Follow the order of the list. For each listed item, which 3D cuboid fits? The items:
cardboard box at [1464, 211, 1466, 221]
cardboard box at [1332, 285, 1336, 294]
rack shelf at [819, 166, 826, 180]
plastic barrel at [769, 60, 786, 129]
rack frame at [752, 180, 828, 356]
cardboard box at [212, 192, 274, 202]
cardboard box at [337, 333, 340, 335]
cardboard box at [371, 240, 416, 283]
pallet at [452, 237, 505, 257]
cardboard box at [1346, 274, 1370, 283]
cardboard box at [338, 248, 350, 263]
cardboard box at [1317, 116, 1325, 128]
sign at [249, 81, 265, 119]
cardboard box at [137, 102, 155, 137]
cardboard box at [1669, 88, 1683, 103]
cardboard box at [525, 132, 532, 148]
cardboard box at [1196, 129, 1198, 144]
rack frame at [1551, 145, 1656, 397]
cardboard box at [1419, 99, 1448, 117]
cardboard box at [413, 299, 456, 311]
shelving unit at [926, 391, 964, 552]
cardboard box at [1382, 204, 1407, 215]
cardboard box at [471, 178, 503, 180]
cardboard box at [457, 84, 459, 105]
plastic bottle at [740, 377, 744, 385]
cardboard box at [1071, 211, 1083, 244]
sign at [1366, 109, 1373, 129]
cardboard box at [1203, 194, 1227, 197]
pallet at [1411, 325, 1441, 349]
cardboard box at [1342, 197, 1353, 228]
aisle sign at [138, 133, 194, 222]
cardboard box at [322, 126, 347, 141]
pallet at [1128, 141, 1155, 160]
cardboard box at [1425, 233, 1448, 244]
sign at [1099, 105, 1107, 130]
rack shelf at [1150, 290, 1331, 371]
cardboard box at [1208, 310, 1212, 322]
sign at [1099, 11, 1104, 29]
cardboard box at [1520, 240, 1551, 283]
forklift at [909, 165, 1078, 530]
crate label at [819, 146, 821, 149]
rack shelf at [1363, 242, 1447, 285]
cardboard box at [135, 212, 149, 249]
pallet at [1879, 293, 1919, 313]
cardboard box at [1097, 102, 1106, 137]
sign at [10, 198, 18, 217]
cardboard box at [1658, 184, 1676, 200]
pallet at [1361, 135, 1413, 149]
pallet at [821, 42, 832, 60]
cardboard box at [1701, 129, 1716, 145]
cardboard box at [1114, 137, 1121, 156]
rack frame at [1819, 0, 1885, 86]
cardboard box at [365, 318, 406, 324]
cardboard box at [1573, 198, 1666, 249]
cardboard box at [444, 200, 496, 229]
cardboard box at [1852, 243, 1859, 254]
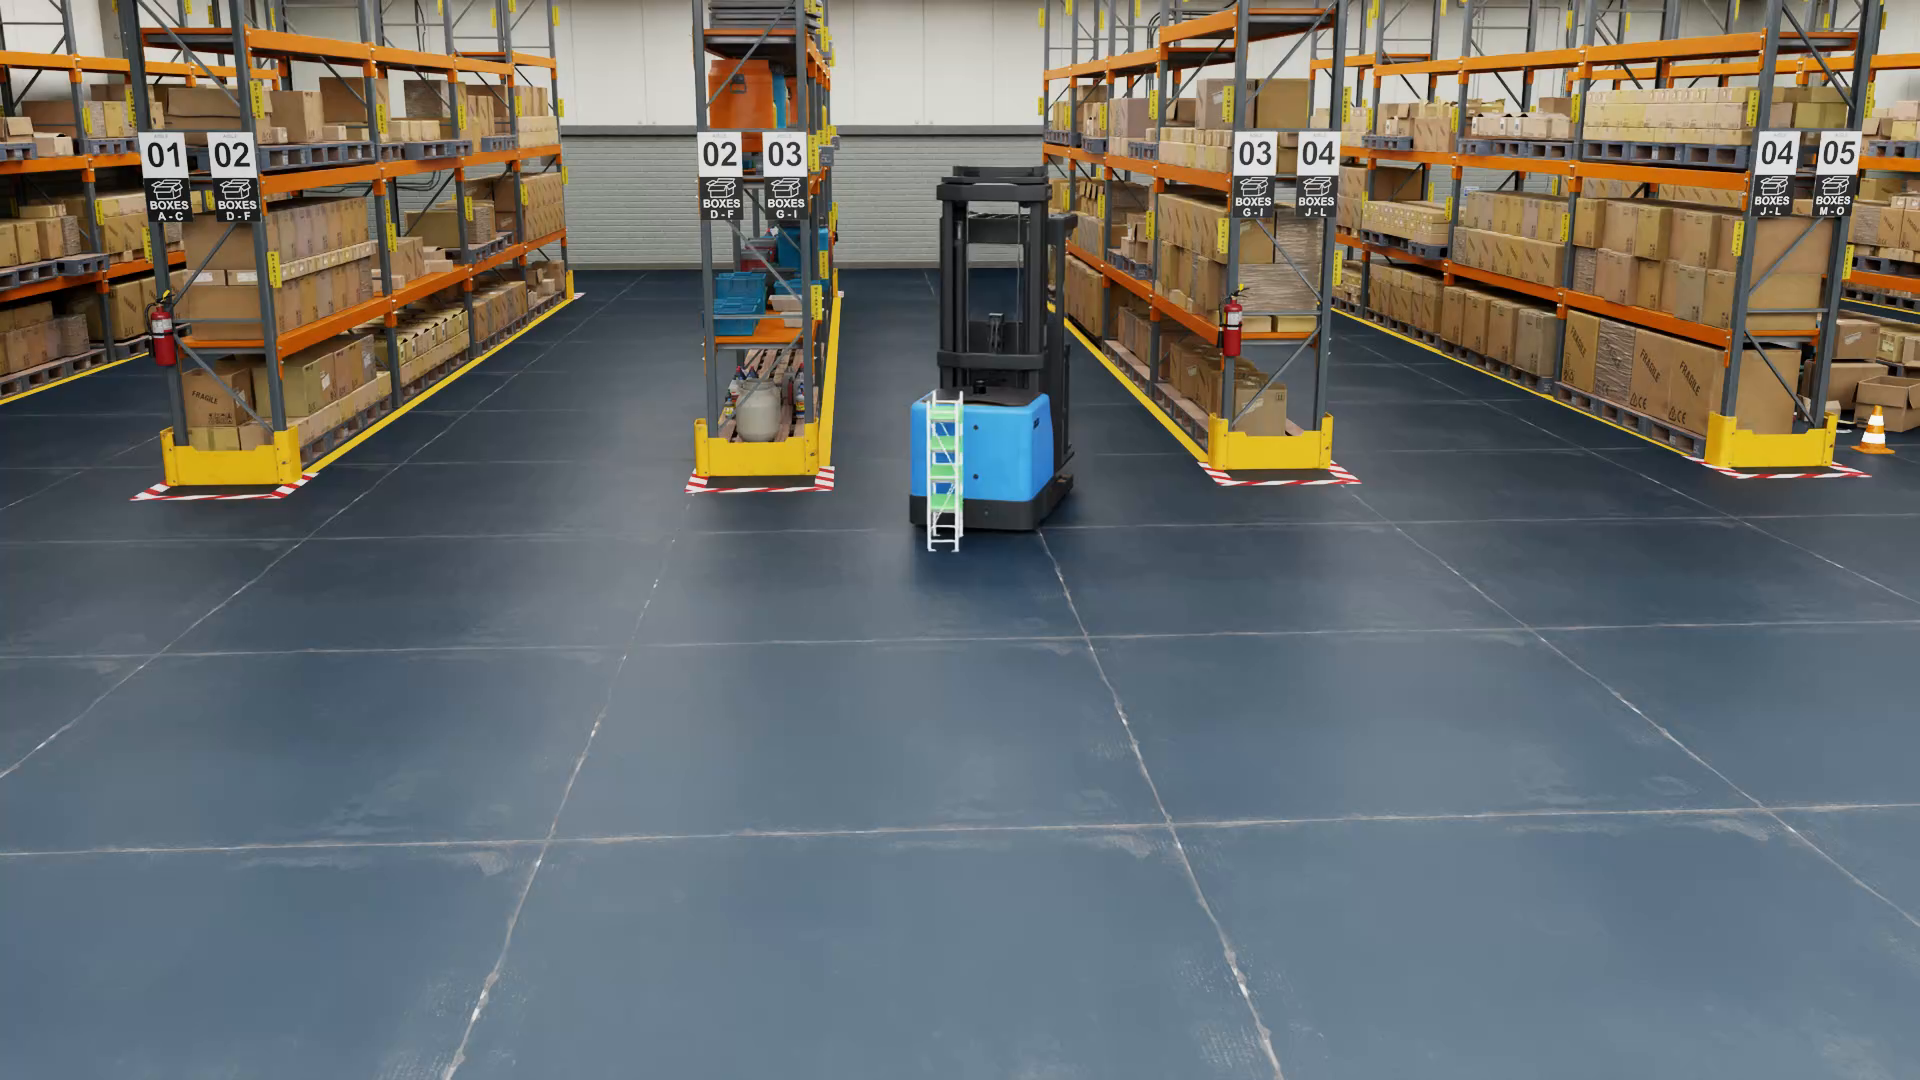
[{"bbox_3d":[7.652,-4.763,24.487,0.380,0.149,0.250,-1,14,-5],"label":"cardboard box"},{"bbox_3d":[6.833,-4.501,29.880,0.380,0.149,0.250,-1,14,-3],"label":"cardboard box"},{"bbox_3d":[-2.270,-4.688,21.150,1.077,0.370,4.000,-1,14,-3],"label":"rack shelf"},{"bbox_3d":[-2.191,-4.736,18.044,0.600,0.901,0.708,-1,14,-3],"label":"plastic barrel"},{"bbox_3d":[-2.394,-4.081,23.368,1.000,3.000,0.127,-1,14,-3],"label":"rack frame"},{"bbox_3d":[-12.679,-5.755,29.274,0.980,0.700,0.700,-1,14,-4],"label":"cardboard box"},{"bbox_3d":[-7.374,-2.125,18.937,0.500,0.500,0.500,-1,14,-3],"label":"cardboard box"},{"bbox_3d":[-7.185,-3.506,20.932,0.500,0.500,0.500,-1,14,-3],"label":"cardboard box"},{"bbox_3d":[-7.463,-4.396,24.977,1.003,0.211,1.213,-1,14,-3],"label":"pallet"},{"bbox_3d":[6.899,-4.524,28.773,0.380,0.149,0.250,-1,14,-4],"label":"cardboard box"},{"bbox_3d":[-6.798,-3.056,17.881,0.380,0.149,0.250,-1,14,-4],"label":"cardboard box"},{"bbox_3d":[6.812,-7.578,30.236,0.500,0.250,0.500,-1,14,-4],"label":"cardboard box"},{"bbox_3d":[-6.288,-3.937,14.876,0.100,0.325,0.005,-1,14,-3],"label":"sign"},{"bbox_3d":[-12.485,-6.279,24.807,0.700,0.500,0.500,-1,14,-4],"label":"cardboard box"},{"bbox_3d":[7.564,-4.583,17.160,0.380,0.149,0.250,-1,14,-4],"label":"cardboard box"},{"bbox_3d":[-7.396,-6.629,27.554,0.500,0.250,0.500,-1,14,-3],"label":"cardboard box"},{"bbox_3d":[2.673,-4.198,17.303,0.380,0.149,0.250,-2,15,-6],"label":"cardboard box"},{"bbox_3d":[7.754,-3.214,19.998,1.000,3.000,0.127,-1,14,-3],"label":"rack frame"},{"bbox_3d":[7.122,-6.497,25.001,0.396,0.266,0.258,-1,14,-3],"label":"cardboard box"},{"bbox_3d":[-7.630,-3.237,24.221,0.500,0.500,0.500,0,14,-1],"label":"cardboard box"},{"bbox_3d":[-0.117,-0.551,13.261,0.258,1.200,0.503,1,14,4],"label":"shelving unit"},{"bbox_3d":[6.890,-5.210,26.222,0.380,0.149,0.250,-1,14,-4],"label":"cardboard box"},{"bbox_3d":[-7.910,-5.782,27.772,0.500,0.500,0.500,-1,14,-5],"label":"cardboard box"},{"bbox_3d":[-7.390,-6.226,23.478,0.500,0.500,0.500,-1,14,-3],"label":"cardboard box"},{"bbox_3d":[-2.452,-1.688,18.659,0.097,0.271,0.097,0,14,0],"label":"plastic bottle"},{"bbox_3d":[2.081,-5.082,27.059,0.500,0.500,0.500,-1,14,-3],"label":"cardboard box"},{"bbox_3d":[6.718,-6.896,27.253,0.100,0.325,0.005,-1,14,-3],"label":"sign"},{"bbox_3d":[3.100,-3.732,19.206,0.500,0.500,0.500,-1,14,-3],"label":"cardboard box"},{"bbox_3d":[7.460,-3.053,24.968,1.003,0.211,1.213,-1,14,-3],"label":"pallet"},{"bbox_3d":[6.916,-5.641,28.634,0.500,0.500,0.500,-1,14,-5],"label":"cardboard box"},{"bbox_3d":[-7.131,-3.254,14.936,0.394,0.787,0.004,-1,14,-3],"label":"aisle sign"},{"bbox_3d":[-6.742,-4.317,17.646,0.380,0.149,0.250,-1,14,-3],"label":"cardboard box"},{"bbox_3d":[2.798,-4.937,21.053,1.213,0.211,1.003,-1,14,-3],"label":"pallet"},{"bbox_3d":[7.017,-4.406,24.293,0.380,0.149,0.250,-1,14,-3],"label":"cardboard box"},{"bbox_3d":[1.995,-5.892,23.191,0.100,0.325,0.005,-1,14,-3],"label":"sign"},{"bbox_3d":[2.922,-2.317,17.955,1.077,0.370,4.000,-1,14,-3],"label":"rack shelf"},{"bbox_3d":[2.740,-2.300,16.949,0.380,0.149,0.250,-1,14,-3],"label":"cardboard box"},{"bbox_3d":[2.597,-9.548,30.543,0.100,0.325,0.005,-1,14,-3],"label":"sign"},{"bbox_3d":[7.424,-3.514,20.962,0.500,0.500,0.500,-1,14,-4],"label":"cardboard box"},{"bbox_3d":[0.420,-1.819,14.712,1.130,2.935,3.031,3,15,13],"label":"forklift"},{"bbox_3d":[-1.684,-3.943,17.109,0.502,0.251,0.408,-1,14,-3],"label":"crate label"},{"bbox_3d":[7.383,-4.358,25.887,1.077,0.370,4.000,-1,14,-3],"label":"rack shelf"},{"bbox_3d":[-12.109,-4.509,24.192,0.500,0.500,0.500,-1,14,-4],"label":"cardboard box"},{"bbox_3d":[17.105,-4.203,29.439,1.003,0.211,1.213,-1,14,-3],"label":"pallet"},{"bbox_3d":[2.299,-6.226,24.640,0.500,0.500,0.500,0,14,0],"label":"cardboard box"},{"bbox_3d":[-12.835,-4.479,22.592,0.100,0.325,0.005,-1,14,-3],"label":"sign"},{"bbox_3d":[11.933,-5.724,27.546,0.500,0.500,0.500,-1,14,-3],"label":"cardboard box"},{"bbox_3d":[7.191,-6.410,26.778,1.213,0.211,1.003,-1,14,-3],"label":"pallet"},{"bbox_3d":[-2.408,-6.881,23.392,1.213,0.211,1.003,-1,14,-3],"label":"pallet"},{"bbox_3d":[7.612,-4.006,16.517,0.380,0.149,0.250,-1,14,-3],"label":"cardboard box"},{"bbox_3d":[2.356,-5.289,22.344,0.500,0.250,0.500,-1,14,-2],"label":"cardboard box"},{"bbox_3d":[16.899,-9.283,31.546,1.000,3.000,0.127,-1,14,-3],"label":"rack frame"},{"bbox_3d":[-7.528,-2.757,21.770,0.500,0.311,0.500,-1,14,-5],"label":"cardboard box"},{"bbox_3d":[7.743,-3.717,19.486,0.875,0.550,0.550,-1,14,-3],"label":"cardboard box"},{"bbox_3d":[-7.779,-5.131,26.404,0.700,0.500,0.500,-6,16,-22],"label":"cardboard box"},{"bbox_3d":[12.376,-3.972,22.604,0.380,0.149,0.250,0,14,-1],"label":"cardboard box"}]
